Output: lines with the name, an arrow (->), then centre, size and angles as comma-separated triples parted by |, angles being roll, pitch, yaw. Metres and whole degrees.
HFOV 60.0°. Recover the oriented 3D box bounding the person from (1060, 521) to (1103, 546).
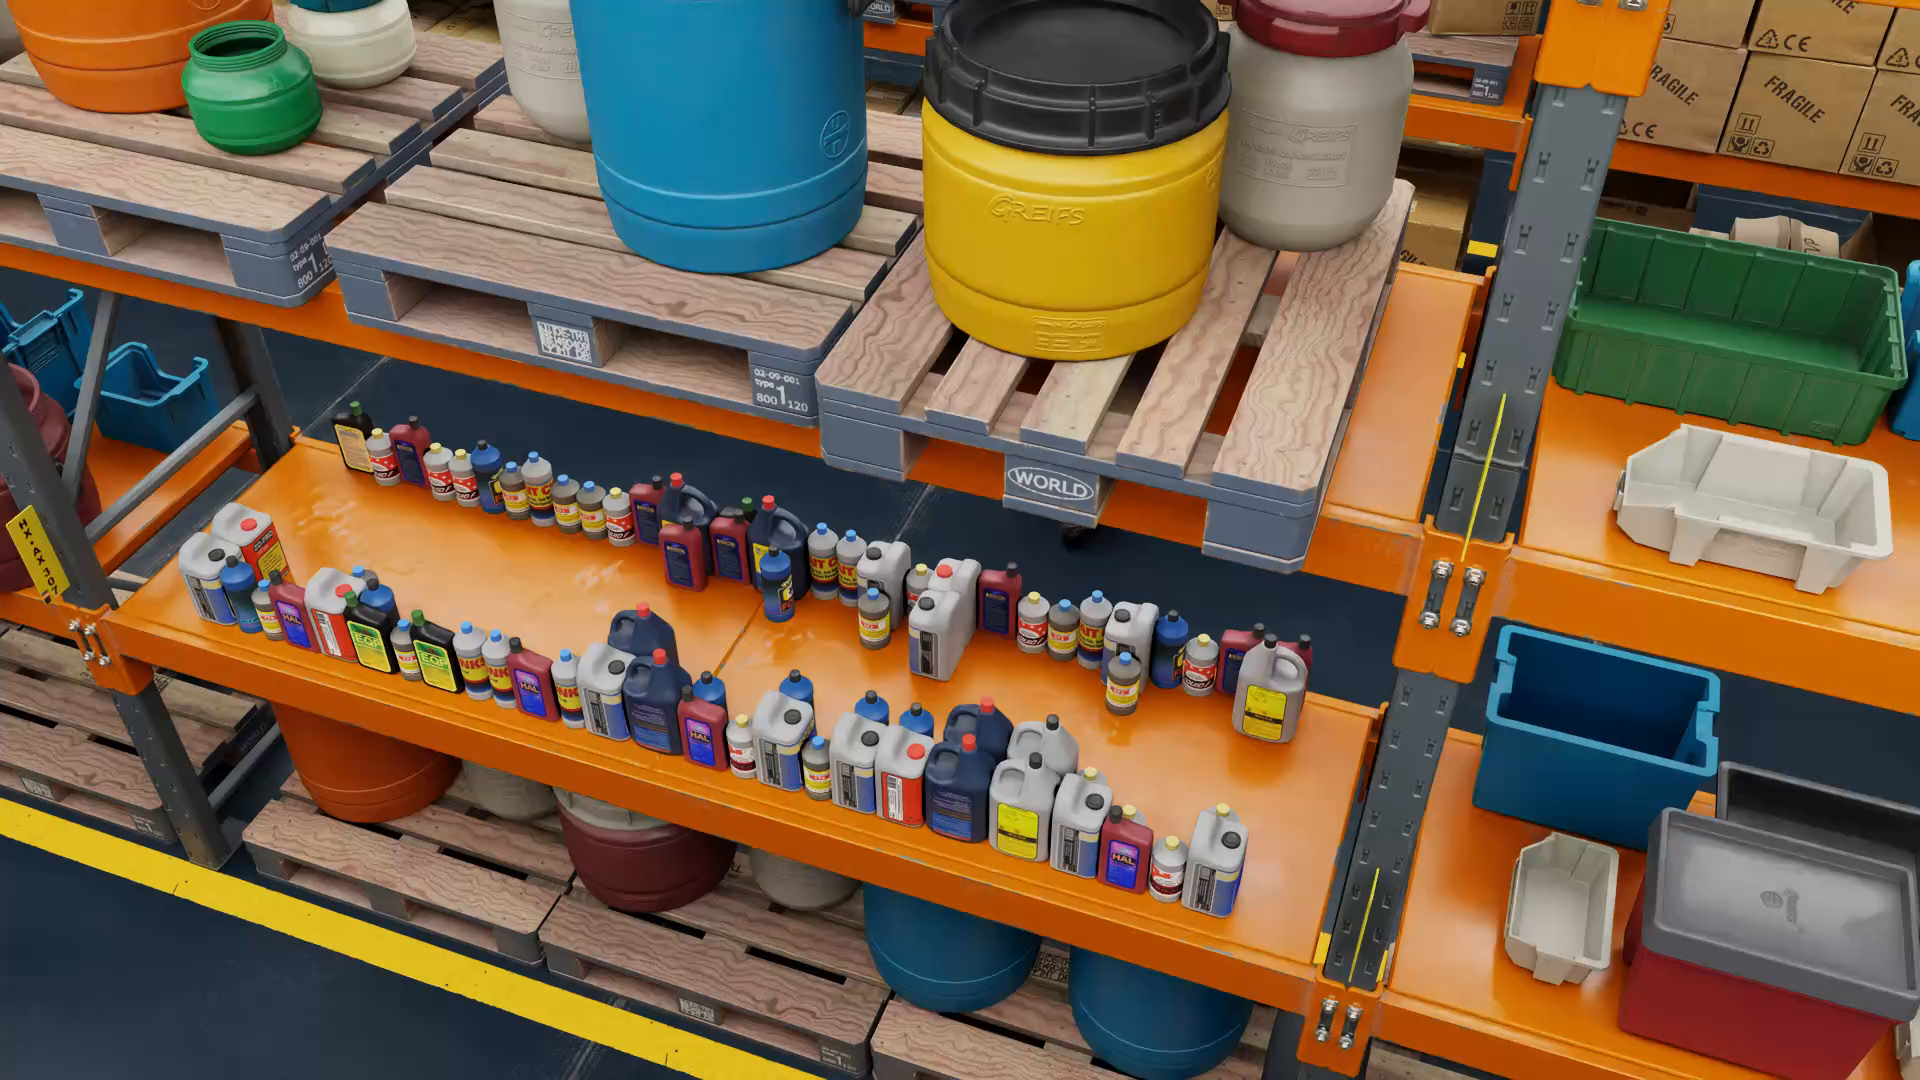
person -> 0.732, -0.834, 7.144 | 0.585, 1.679, 0.925 | 19, 45, 20
